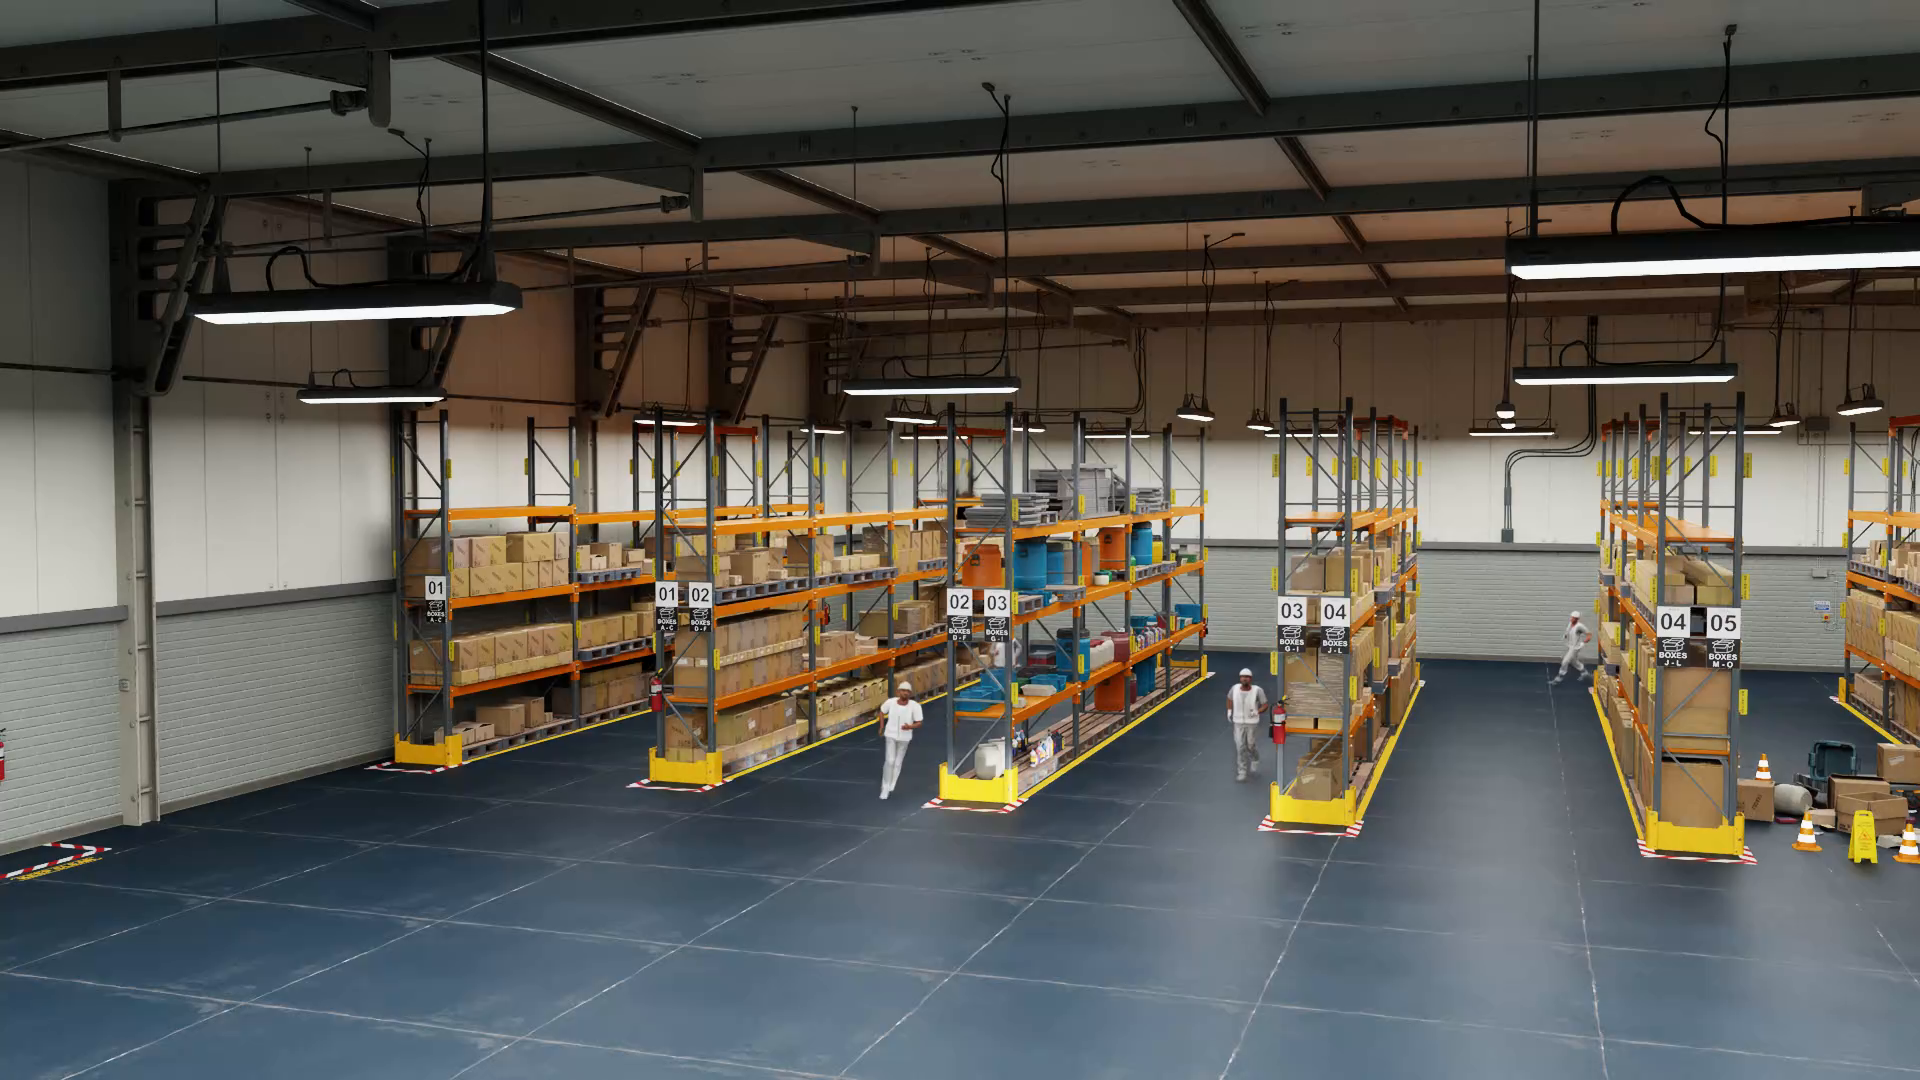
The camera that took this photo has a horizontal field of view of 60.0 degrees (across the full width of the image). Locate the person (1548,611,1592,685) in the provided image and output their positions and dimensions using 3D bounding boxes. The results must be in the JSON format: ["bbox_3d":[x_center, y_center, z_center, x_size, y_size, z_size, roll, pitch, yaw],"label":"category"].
[{"bbox_3d":[14.148,2.485,38.273,1.026,1.728,0.730,0,2,-9],"label":"person"}]

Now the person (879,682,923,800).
[{"bbox_3d":[-0.907,3.052,25.387,0.675,1.796,0.696,0,2,-6],"label":"person"}]

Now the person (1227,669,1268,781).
[{"bbox_3d":[4.614,2.952,26.821,0.687,1.769,0.869,1,3,20],"label":"person"}]

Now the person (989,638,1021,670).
[{"bbox_3d":[0.927,2.639,34.546,0.643,1.836,0.800,0,2,11],"label":"person"}]
